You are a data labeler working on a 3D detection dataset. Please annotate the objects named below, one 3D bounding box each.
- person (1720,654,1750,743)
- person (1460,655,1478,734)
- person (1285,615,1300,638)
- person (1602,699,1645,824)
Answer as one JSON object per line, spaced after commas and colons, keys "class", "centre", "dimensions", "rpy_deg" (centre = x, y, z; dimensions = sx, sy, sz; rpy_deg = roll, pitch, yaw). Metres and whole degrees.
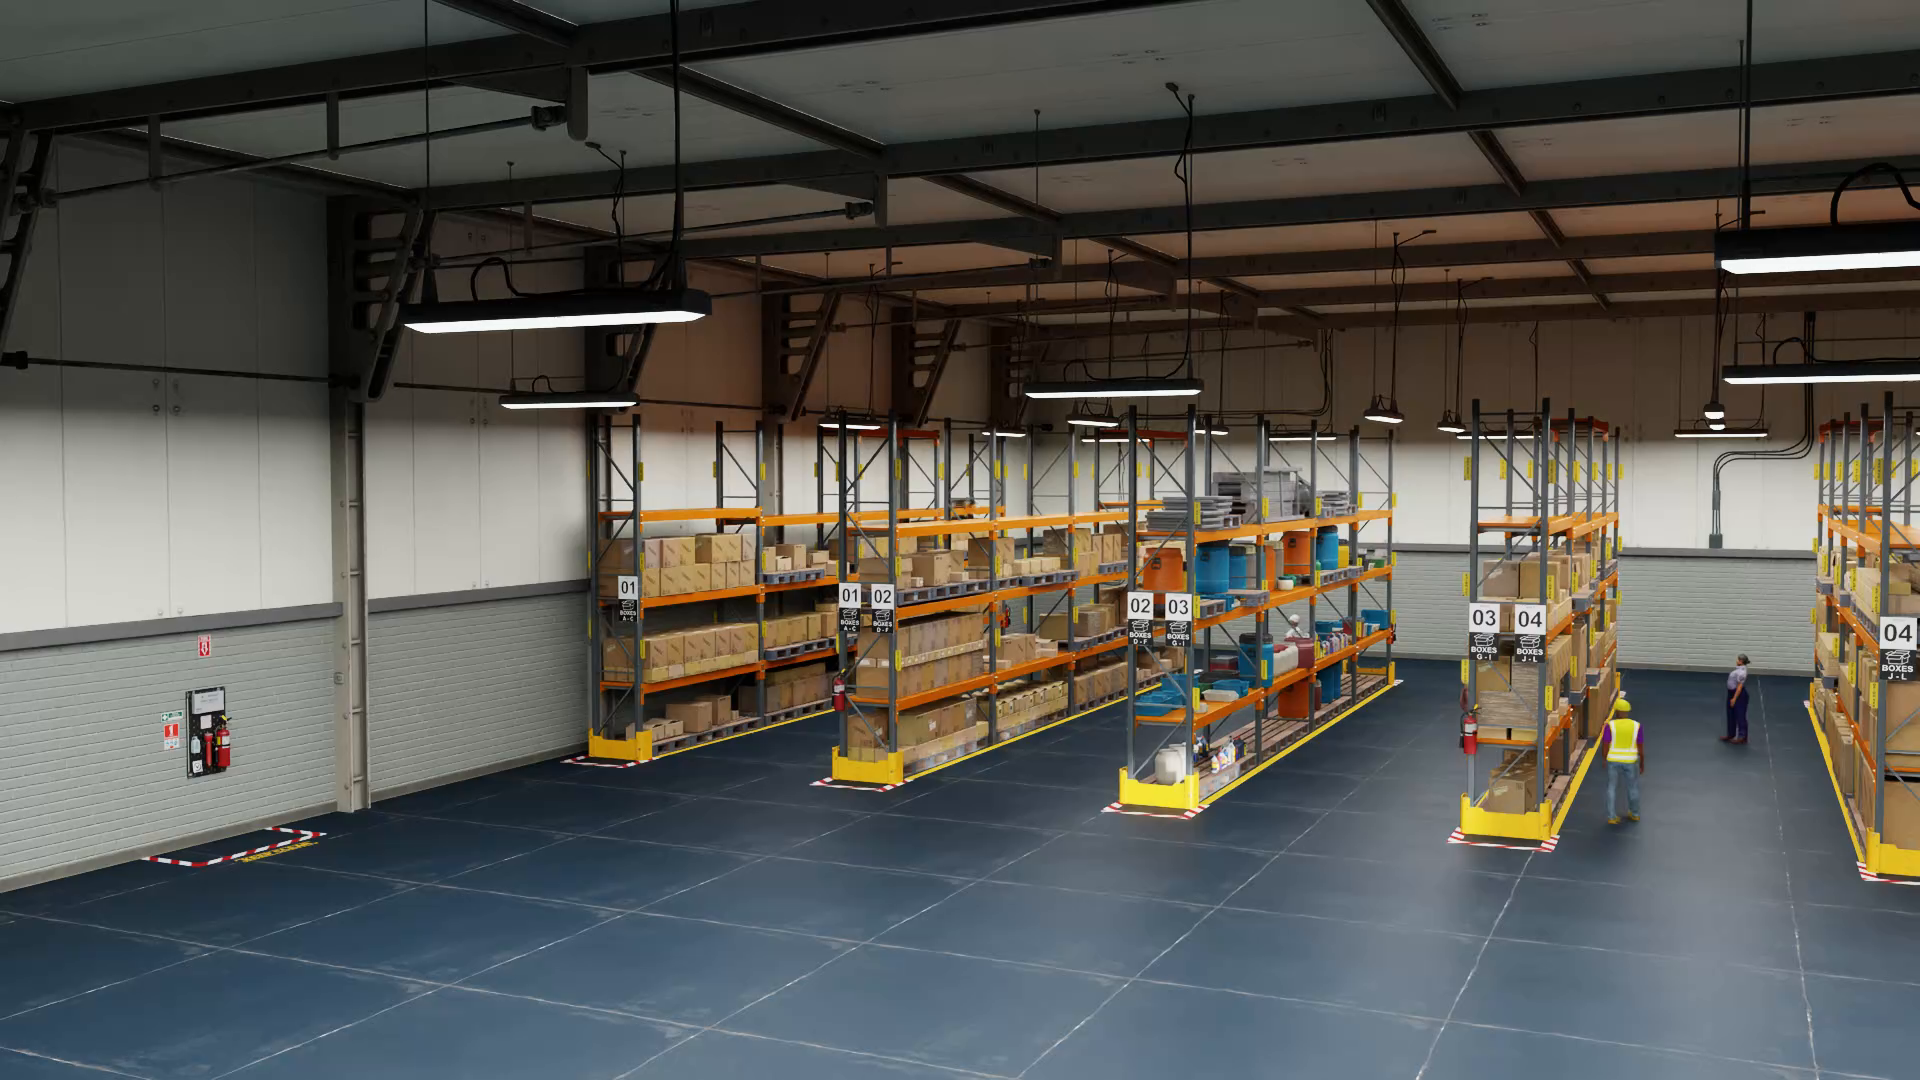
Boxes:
{"class": "person", "centre": [14.362, 2.913, 30.749], "dimensions": [0.433, 1.641, 0.527], "rpy_deg": [0, 2, 3]}
{"class": "person", "centre": [9.789, 2.863, 31.826], "dimensions": [0.426, 1.657, 0.545], "rpy_deg": [0, 2, 2]}
{"class": "person", "centre": [7.461, 2.570, 37.802], "dimensions": [0.943, 1.747, 0.623], "rpy_deg": [-1, 2, -14]}
{"class": "person", "centre": [9.500, 3.144, 23.765], "dimensions": [0.553, 1.761, 0.649], "rpy_deg": [1, 3, 30]}
